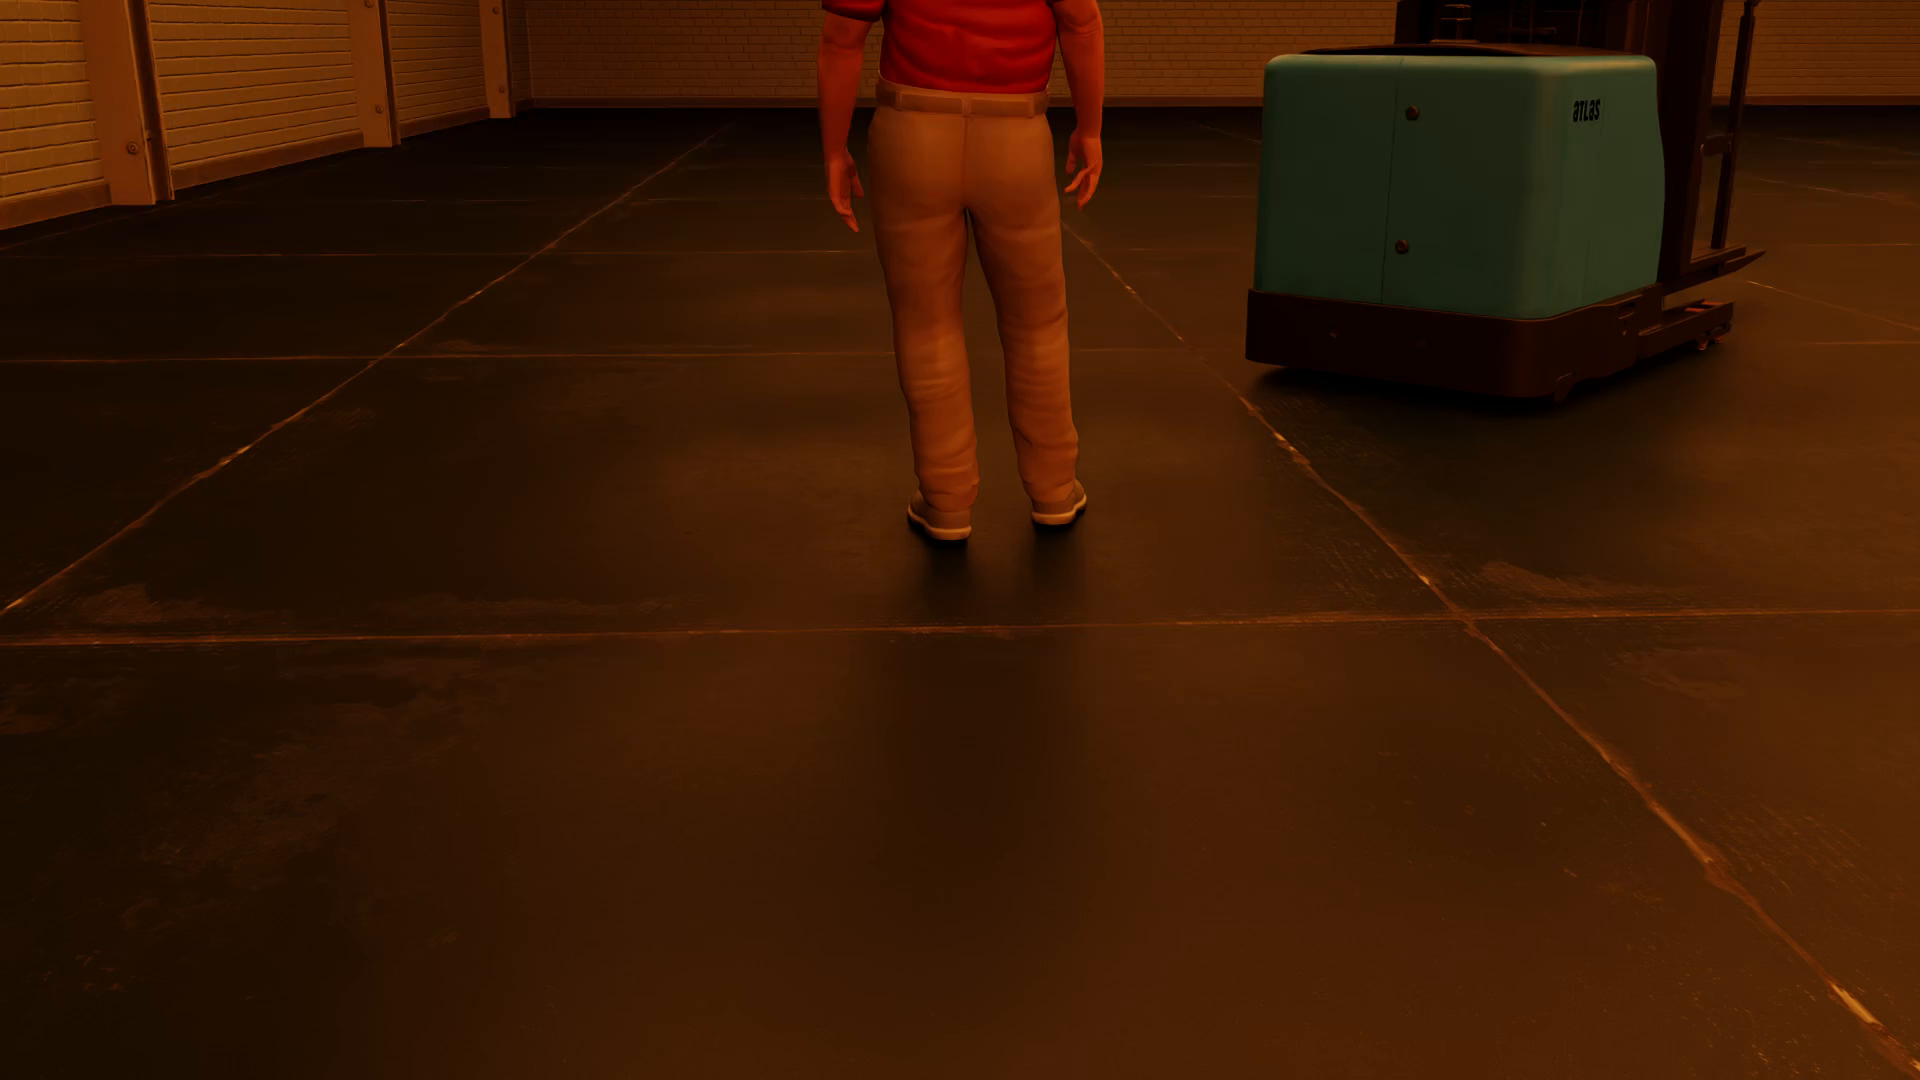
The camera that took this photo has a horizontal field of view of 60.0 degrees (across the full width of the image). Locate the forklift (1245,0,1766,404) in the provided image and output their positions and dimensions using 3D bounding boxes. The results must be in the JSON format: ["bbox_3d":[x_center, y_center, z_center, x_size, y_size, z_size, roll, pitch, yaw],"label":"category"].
[{"bbox_3d":[2.315,-2.191,6.071,1.130,2.935,3.031,14,22,38],"label":"forklift"}]

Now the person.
[{"bbox_3d":[0.008,-0.859,3.749,0.640,1.727,0.551,-1,17,-3],"label":"person"}]
